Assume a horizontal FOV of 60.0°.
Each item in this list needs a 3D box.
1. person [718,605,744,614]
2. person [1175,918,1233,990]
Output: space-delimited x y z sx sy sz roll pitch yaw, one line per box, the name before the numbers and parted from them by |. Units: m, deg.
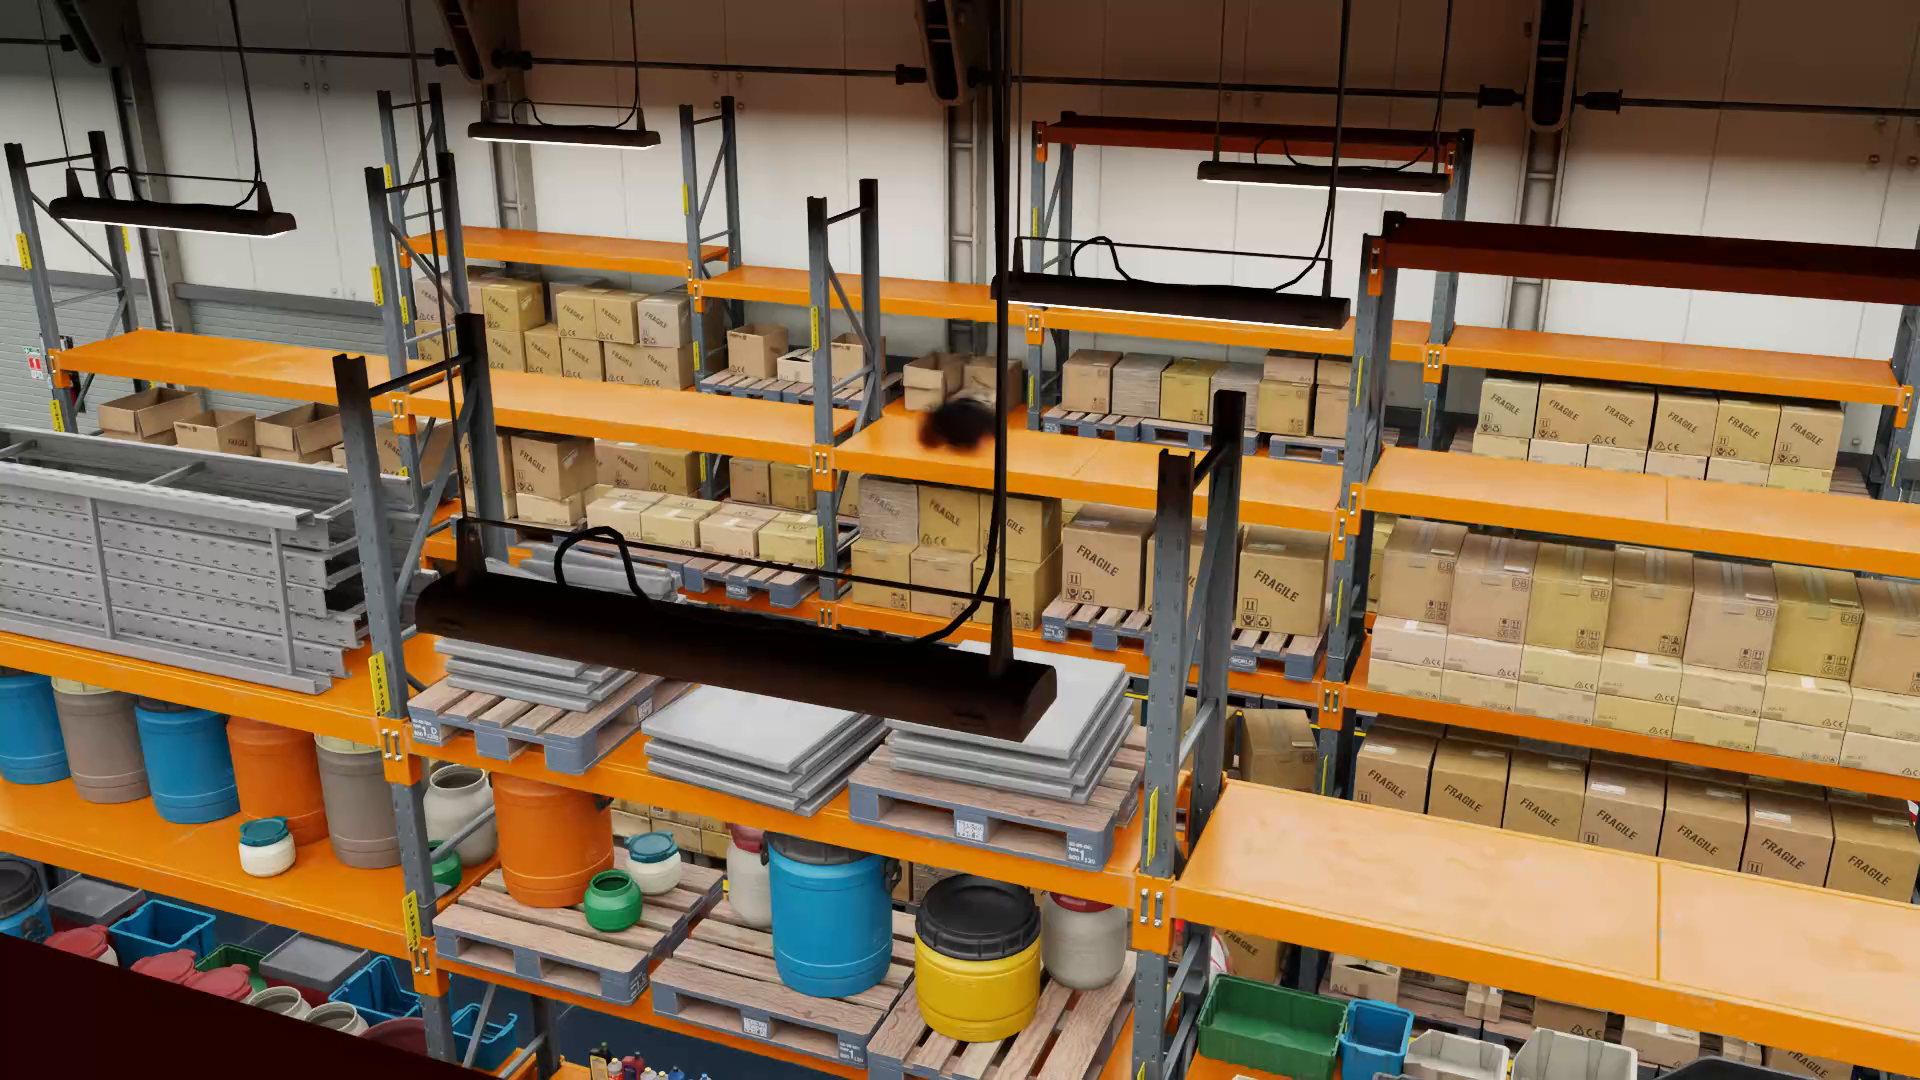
person | -2.180 1.364 16.467 0.784 1.711 0.731 -5 22 -14
person | 1.753 3.282 11.376 0.696 1.716 0.657 1 21 3
